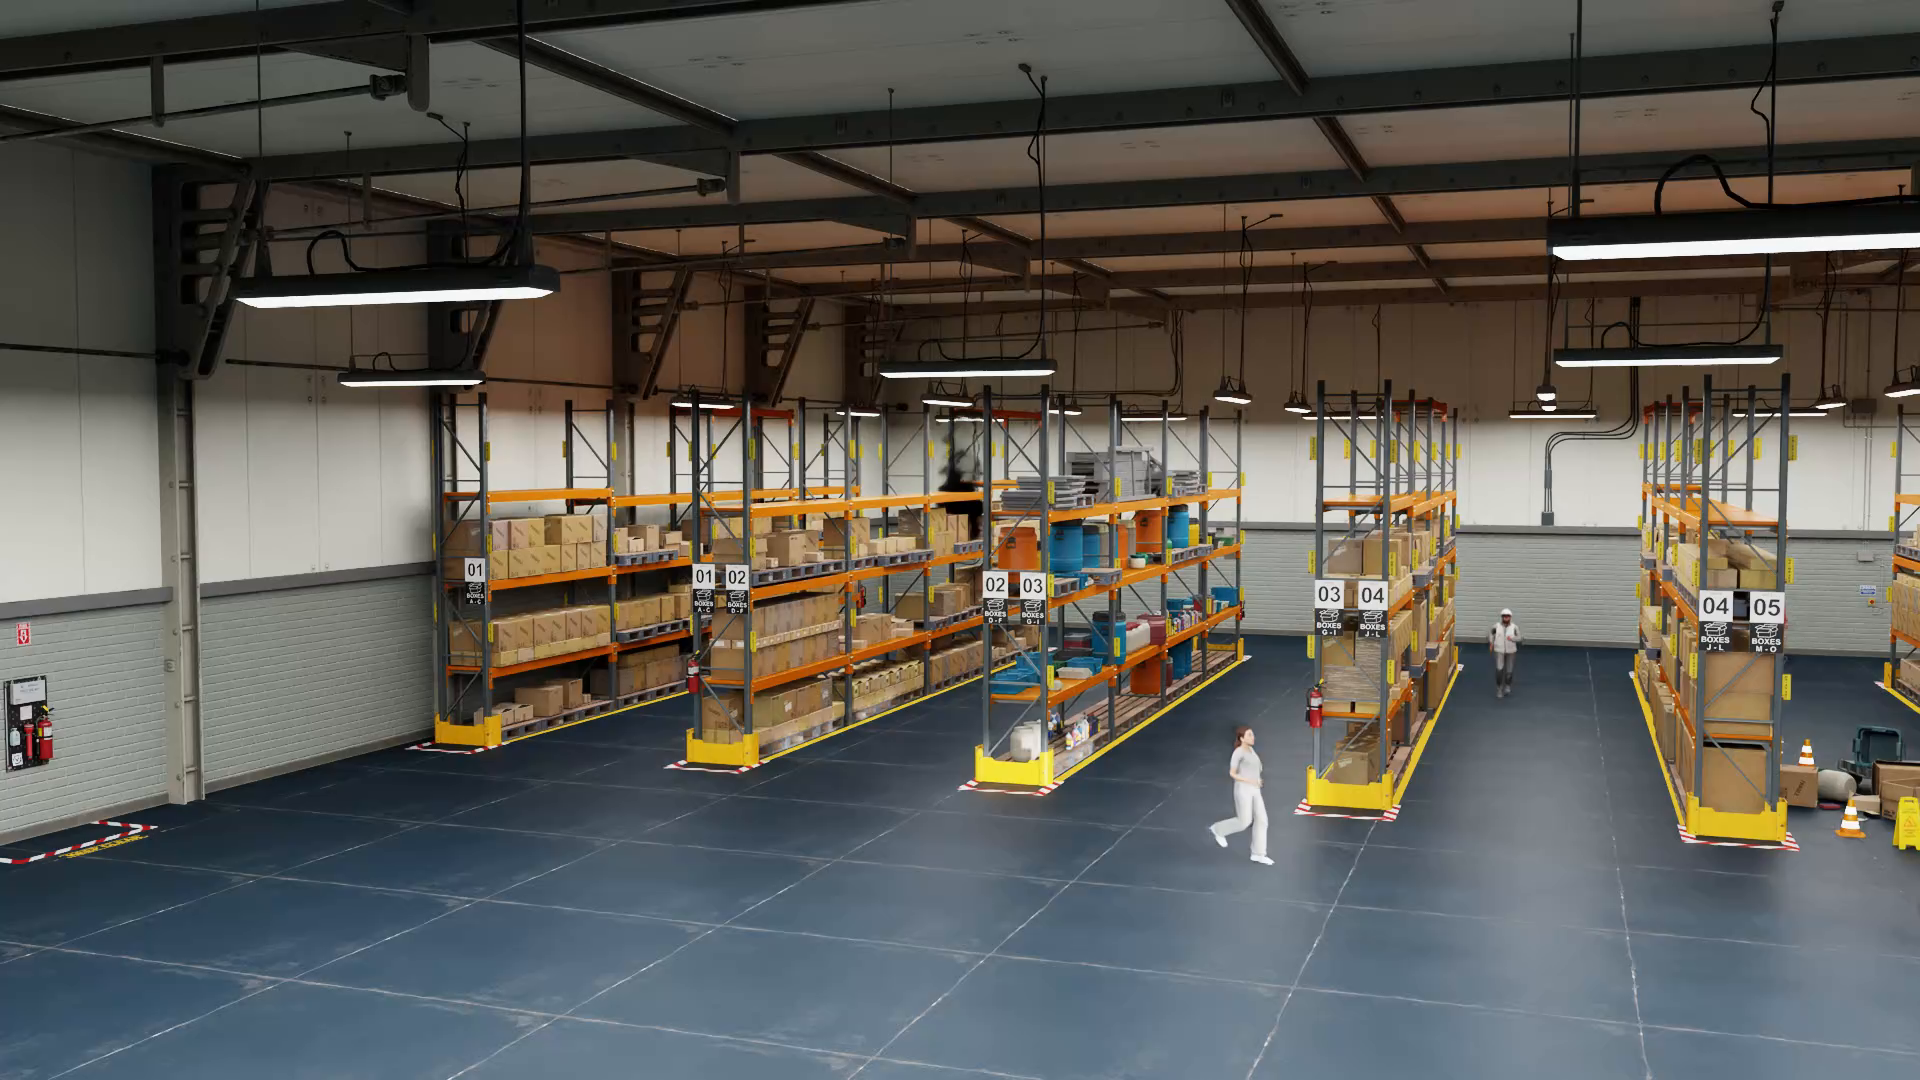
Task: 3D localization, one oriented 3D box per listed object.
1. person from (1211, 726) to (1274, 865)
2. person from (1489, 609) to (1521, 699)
[{"bbox_3d":[3.479,3.094,20.359,0.868,1.658,0.569,3,4,44],"label":"person"},{"bbox_3d":[11.112,2.316,33.911,0.624,1.834,0.759,1,3,15],"label":"person"}]
